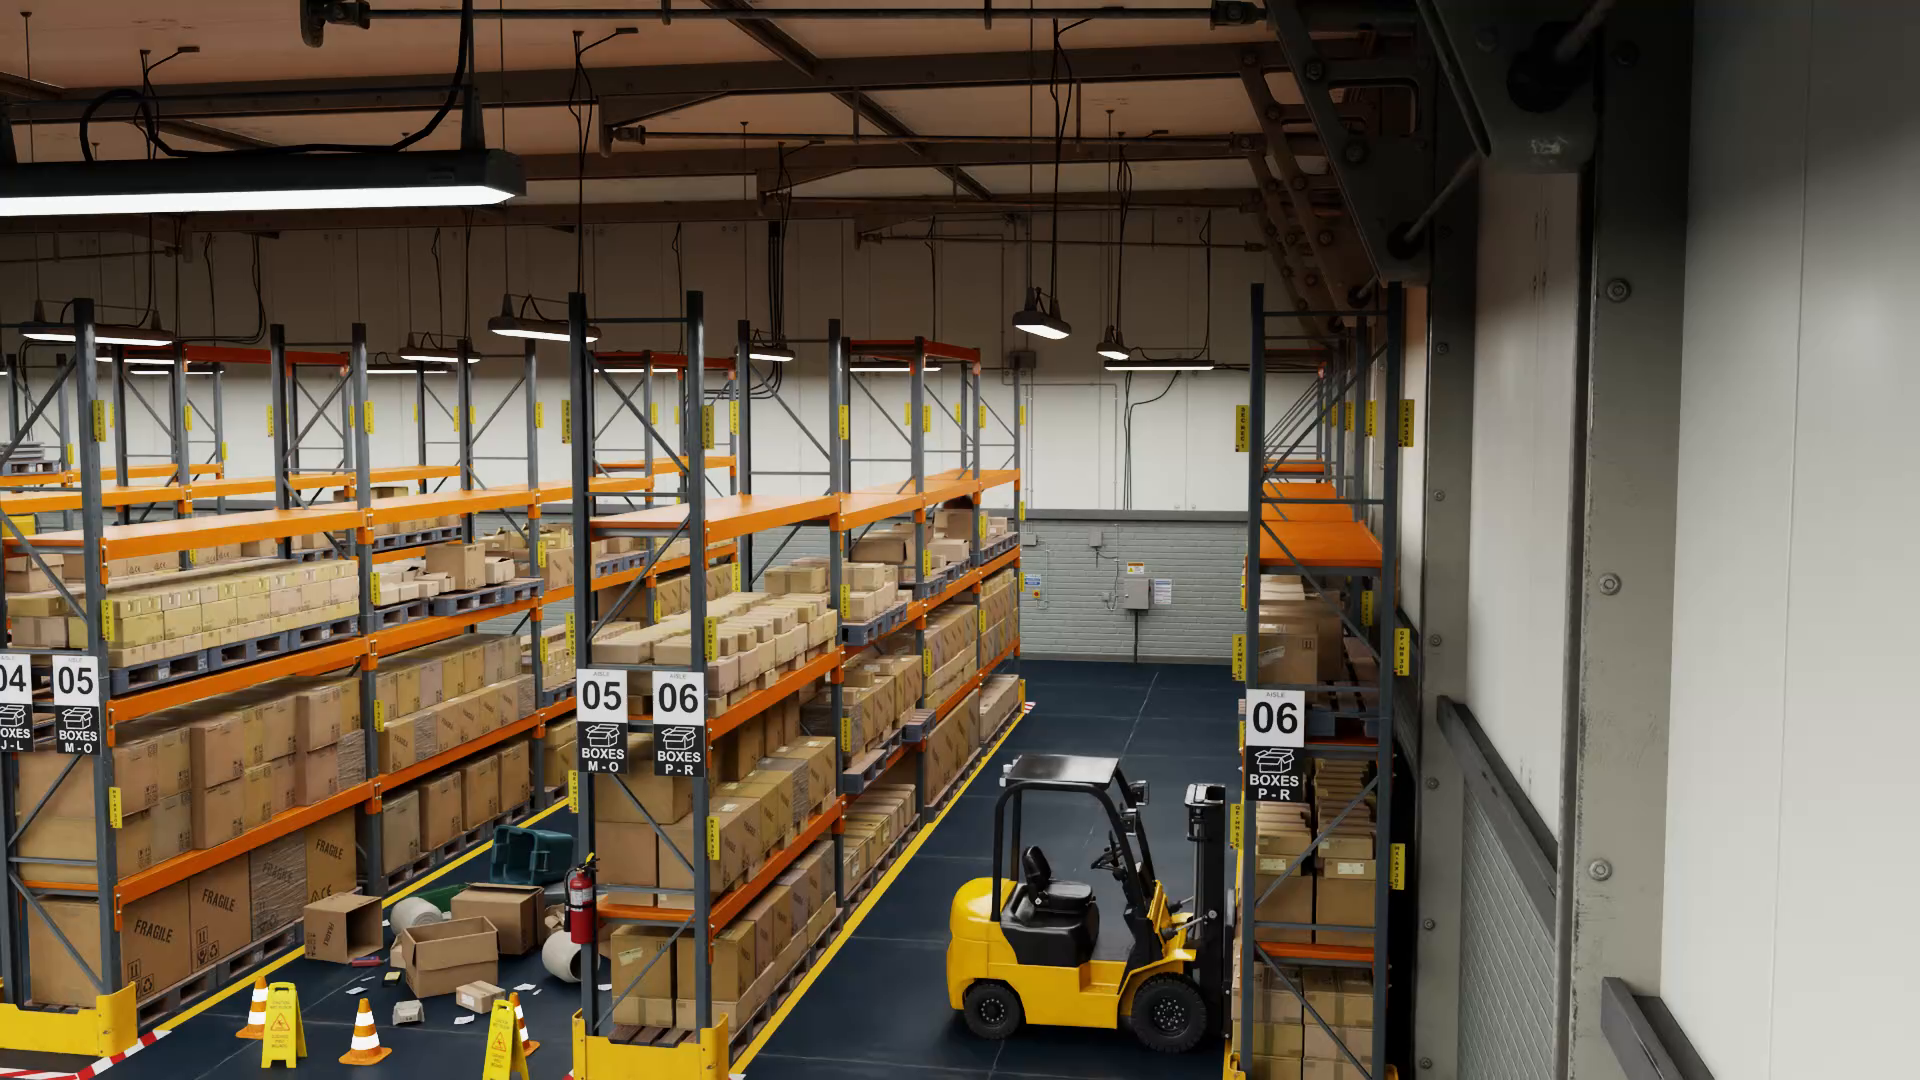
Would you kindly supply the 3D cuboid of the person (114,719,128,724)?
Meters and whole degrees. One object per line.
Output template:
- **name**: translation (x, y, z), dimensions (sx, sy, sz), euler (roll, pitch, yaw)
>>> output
- **person**: translation (-9.428, 2.791, 18.730), dimensions (0.528, 1.832, 0.691), euler (1, 5, 14)
